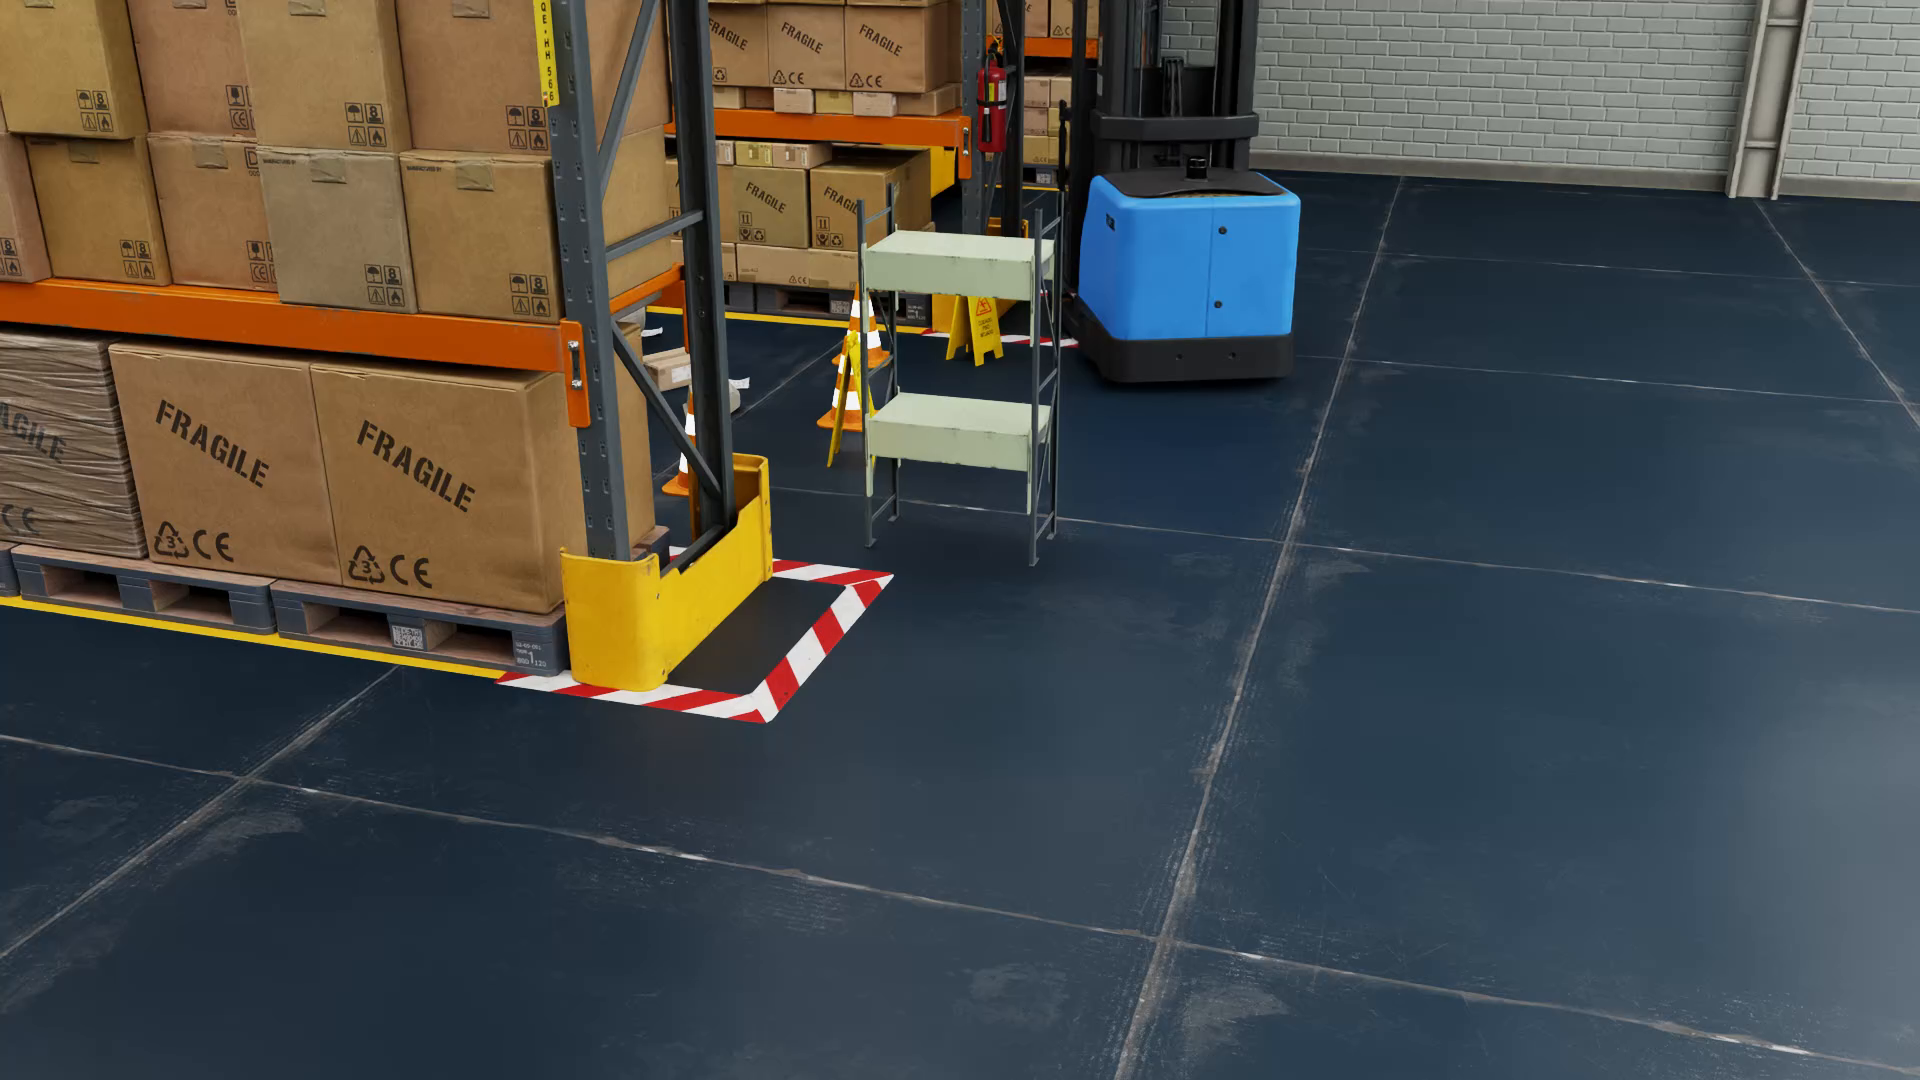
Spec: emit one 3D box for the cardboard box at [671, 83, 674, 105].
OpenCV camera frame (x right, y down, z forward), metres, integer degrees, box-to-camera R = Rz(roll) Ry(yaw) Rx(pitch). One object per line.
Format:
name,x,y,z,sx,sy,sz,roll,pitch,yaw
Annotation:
cardboard box,-1.663,-2.903,10.725,0.250,0.149,0.380,7,23,16

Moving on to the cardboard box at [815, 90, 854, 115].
cardboard box,-0.719,-2.752,10.357,0.250,0.149,0.380,6,23,15

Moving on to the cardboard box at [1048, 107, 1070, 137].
cardboard box,1.088,-3.778,14.939,0.500,0.250,0.500,6,23,15

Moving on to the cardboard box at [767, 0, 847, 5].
cardboard box,-0.820,-3.563,10.161,0.500,0.500,0.700,7,23,16

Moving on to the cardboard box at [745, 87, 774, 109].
cardboard box,-1.179,-2.848,10.591,0.250,0.149,0.380,7,23,16

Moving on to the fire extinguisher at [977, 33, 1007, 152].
fire extinguisher,0.191,-2.665,9.917,0.183,0.674,0.296,7,23,16

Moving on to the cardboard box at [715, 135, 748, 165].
cardboard box,-1.490,-2.518,10.682,0.250,0.149,0.380,8,23,18

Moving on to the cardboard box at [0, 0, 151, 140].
cardboard box,-3.058,-1.844,6.192,0.500,0.550,0.875,7,23,16

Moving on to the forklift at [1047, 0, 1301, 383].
forklift,1.167,-2.749,10.109,1.130,2.935,3.031,-3,22,-7

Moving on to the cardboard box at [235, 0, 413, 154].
cardboard box,-2.016,-1.722,5.895,0.550,0.550,0.875,7,23,16

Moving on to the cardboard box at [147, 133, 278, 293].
cardboard box,-2.520,-1.325,6.349,0.550,0.550,0.875,7,23,16

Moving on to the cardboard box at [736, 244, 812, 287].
cardboard box,-1.131,-1.854,10.907,0.500,0.250,0.500,7,23,16

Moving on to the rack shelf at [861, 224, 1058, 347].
rack shelf,0.006,-1.054,6.836,0.720,0.370,0.431,7,23,16

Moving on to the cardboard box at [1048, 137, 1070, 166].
cardboard box,1.104,-3.544,15.027,0.500,0.250,0.500,7,23,16

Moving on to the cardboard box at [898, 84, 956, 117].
cardboard box,-0.205,-2.728,10.300,0.250,0.149,0.380,7,23,17

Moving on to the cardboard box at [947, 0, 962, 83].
cardboard box,-0.159,-3.218,10.638,0.500,0.500,0.500,6,23,15

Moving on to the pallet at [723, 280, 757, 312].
pallet,-1.790,-1.836,11.467,1.213,0.211,1.003,7,23,16

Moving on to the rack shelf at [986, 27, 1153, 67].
rack shelf,-0.270,-4.571,15.410,4.000,0.370,1.077,7,23,16

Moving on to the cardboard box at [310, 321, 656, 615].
cardboard box,-1.787,-0.333,6.376,0.875,0.875,0.875,7,23,16

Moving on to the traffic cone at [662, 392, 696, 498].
traffic cone,-1.217,-0.472,7.811,0.334,0.463,0.336,7,23,16

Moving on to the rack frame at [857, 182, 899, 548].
rack frame,-0.344,-0.733,7.081,0.023,1.500,0.400,7,23,16

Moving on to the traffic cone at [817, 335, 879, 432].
traffic cone,-0.565,-0.845,8.721,0.334,0.463,0.336,7,23,16

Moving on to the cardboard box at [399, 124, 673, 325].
cardboard box,-1.487,-1.165,5.961,0.550,0.550,0.875,7,23,16

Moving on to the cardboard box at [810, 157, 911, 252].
cardboard box,-0.628,-2.143,10.624,0.500,0.500,0.500,7,23,16

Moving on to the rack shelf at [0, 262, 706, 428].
rack shelf,-3.033,-0.958,6.601,4.000,0.370,1.077,7,23,16

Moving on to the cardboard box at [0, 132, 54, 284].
cardboard box,-3.575,-1.389,6.507,0.550,0.550,0.875,7,23,16

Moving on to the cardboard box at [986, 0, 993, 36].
cardboard box,0.113,-4.806,14.902,0.500,0.500,0.500,6,23,14

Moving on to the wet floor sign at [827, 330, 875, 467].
wet floor sign,-0.519,-0.699,8.123,0.232,0.644,0.267,3,22,6

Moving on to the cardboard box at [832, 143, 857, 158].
cardboard box,-1.003,-2.397,11.243,0.500,0.500,0.500,6,23,14

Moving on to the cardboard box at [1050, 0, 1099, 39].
cardboard box,1.098,-4.690,14.619,0.500,0.500,0.500,6,23,14

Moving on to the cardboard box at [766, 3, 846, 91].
cardboard box,-0.863,-3.081,10.305,0.500,0.500,0.500,7,23,16

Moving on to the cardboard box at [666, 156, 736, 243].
cardboard box,-1.610,-2.257,10.902,0.500,0.500,0.500,6,23,14

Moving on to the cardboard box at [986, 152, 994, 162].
cardboard box,0.154,-3.660,15.310,0.500,0.250,0.500,7,23,16

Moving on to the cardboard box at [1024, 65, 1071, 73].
cardboard box,0.760,-4.245,15.418,0.500,0.250,0.500,7,23,16

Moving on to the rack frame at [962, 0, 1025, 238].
rack frame,0.215,-2.881,10.341,0.127,3.000,1.000,7,23,16

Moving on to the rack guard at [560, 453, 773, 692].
rack guard,-1.096,0.088,6.398,0.348,0.500,1.175,7,23,16

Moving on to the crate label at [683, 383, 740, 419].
crate label,-1.335,-0.758,8.938,0.298,0.136,0.250,-5,23,-12

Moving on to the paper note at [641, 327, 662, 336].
paper note,-1.942,-1.305,10.410,0.148,0.019,0.142,-1,22,-3

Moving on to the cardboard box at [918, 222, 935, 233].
cardboard box,-0.478,-1.992,11.244,0.500,0.250,0.500,6,23,15

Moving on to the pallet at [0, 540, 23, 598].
pallet,-4.243,-0.108,7.256,1.213,0.211,1.003,7,23,15

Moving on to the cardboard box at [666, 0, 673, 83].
cardboard box,-1.820,-3.200,10.594,0.500,0.500,0.500,7,23,16

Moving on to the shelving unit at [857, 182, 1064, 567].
shelving unit,0.006,-0.693,6.984,0.755,1.500,0.431,7,23,16

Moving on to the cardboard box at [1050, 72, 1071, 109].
cardboard box,1.114,-4.007,14.838,0.500,0.250,0.500,7,23,17

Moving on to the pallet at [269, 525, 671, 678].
pallet,-1.907,0.159,6.604,1.213,0.211,1.003,7,23,15

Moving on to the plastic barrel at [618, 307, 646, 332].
plastic barrel,-2.200,-1.366,10.041,0.512,0.421,0.421,-14,26,-30

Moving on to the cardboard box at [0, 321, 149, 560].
cardboard box,-3.502,-0.530,6.855,0.875,0.875,0.875,7,23,16

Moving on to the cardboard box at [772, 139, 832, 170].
cardboard box,-0.999,-2.459,10.540,0.250,0.149,0.380,7,23,17

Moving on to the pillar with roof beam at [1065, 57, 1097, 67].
pillar with roof beam,-0.005,-6.300,10.772,0.400,9.000,9.100,7,23,16
